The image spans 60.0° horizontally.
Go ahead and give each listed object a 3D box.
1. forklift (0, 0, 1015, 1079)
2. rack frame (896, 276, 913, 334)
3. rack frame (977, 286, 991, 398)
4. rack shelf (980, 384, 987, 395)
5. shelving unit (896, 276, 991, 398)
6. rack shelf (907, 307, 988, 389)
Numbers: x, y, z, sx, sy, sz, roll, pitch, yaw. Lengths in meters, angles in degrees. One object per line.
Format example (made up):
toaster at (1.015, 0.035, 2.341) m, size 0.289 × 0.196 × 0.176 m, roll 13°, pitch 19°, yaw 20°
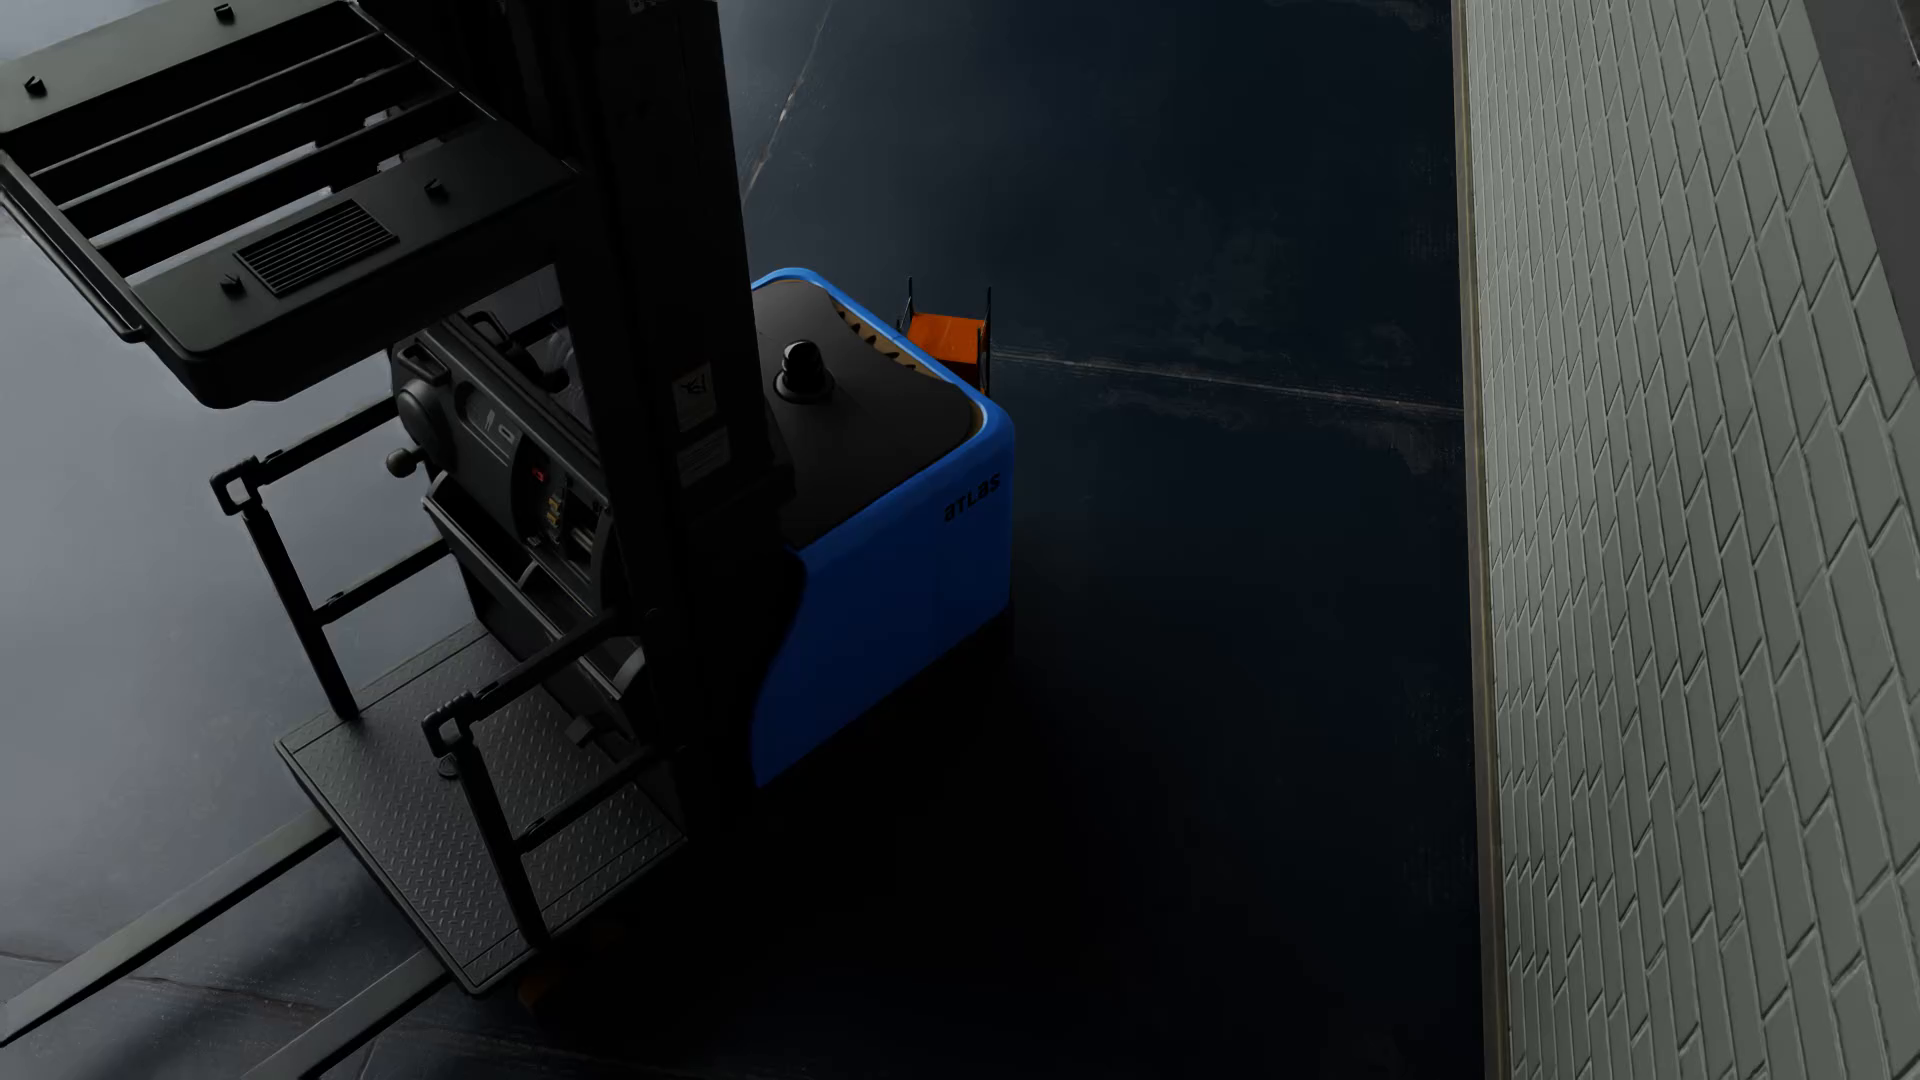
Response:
forklift at (-1.253, -0.113, 3.881) m, size 3.031 × 2.935 × 1.130 m, roll -35°, pitch 57°, yaw -27°
rack frame at (-0.166, -0.379, 5.384) m, size 0.008 × 1.050 × 0.200 m, roll 8°, pitch 49°, yaw 7°
rack frame at (0.074, -0.346, 5.354) m, size 0.008 × 1.050 × 0.200 m, roll 8°, pitch 49°, yaw 7°
rack shelf at (-0.046, -0.355, 5.377) m, size 0.240 × 0.259 × 0.215 m, roll 8°, pitch 49°, yaw 7°
shelving unit at (-0.046, -0.362, 5.369) m, size 0.252 × 1.050 × 0.215 m, roll 8°, pitch 49°, yaw 7°
rack shelf at (-0.047, -0.544, 5.165) m, size 0.240 × 0.259 × 0.215 m, roll 8°, pitch 49°, yaw 7°
